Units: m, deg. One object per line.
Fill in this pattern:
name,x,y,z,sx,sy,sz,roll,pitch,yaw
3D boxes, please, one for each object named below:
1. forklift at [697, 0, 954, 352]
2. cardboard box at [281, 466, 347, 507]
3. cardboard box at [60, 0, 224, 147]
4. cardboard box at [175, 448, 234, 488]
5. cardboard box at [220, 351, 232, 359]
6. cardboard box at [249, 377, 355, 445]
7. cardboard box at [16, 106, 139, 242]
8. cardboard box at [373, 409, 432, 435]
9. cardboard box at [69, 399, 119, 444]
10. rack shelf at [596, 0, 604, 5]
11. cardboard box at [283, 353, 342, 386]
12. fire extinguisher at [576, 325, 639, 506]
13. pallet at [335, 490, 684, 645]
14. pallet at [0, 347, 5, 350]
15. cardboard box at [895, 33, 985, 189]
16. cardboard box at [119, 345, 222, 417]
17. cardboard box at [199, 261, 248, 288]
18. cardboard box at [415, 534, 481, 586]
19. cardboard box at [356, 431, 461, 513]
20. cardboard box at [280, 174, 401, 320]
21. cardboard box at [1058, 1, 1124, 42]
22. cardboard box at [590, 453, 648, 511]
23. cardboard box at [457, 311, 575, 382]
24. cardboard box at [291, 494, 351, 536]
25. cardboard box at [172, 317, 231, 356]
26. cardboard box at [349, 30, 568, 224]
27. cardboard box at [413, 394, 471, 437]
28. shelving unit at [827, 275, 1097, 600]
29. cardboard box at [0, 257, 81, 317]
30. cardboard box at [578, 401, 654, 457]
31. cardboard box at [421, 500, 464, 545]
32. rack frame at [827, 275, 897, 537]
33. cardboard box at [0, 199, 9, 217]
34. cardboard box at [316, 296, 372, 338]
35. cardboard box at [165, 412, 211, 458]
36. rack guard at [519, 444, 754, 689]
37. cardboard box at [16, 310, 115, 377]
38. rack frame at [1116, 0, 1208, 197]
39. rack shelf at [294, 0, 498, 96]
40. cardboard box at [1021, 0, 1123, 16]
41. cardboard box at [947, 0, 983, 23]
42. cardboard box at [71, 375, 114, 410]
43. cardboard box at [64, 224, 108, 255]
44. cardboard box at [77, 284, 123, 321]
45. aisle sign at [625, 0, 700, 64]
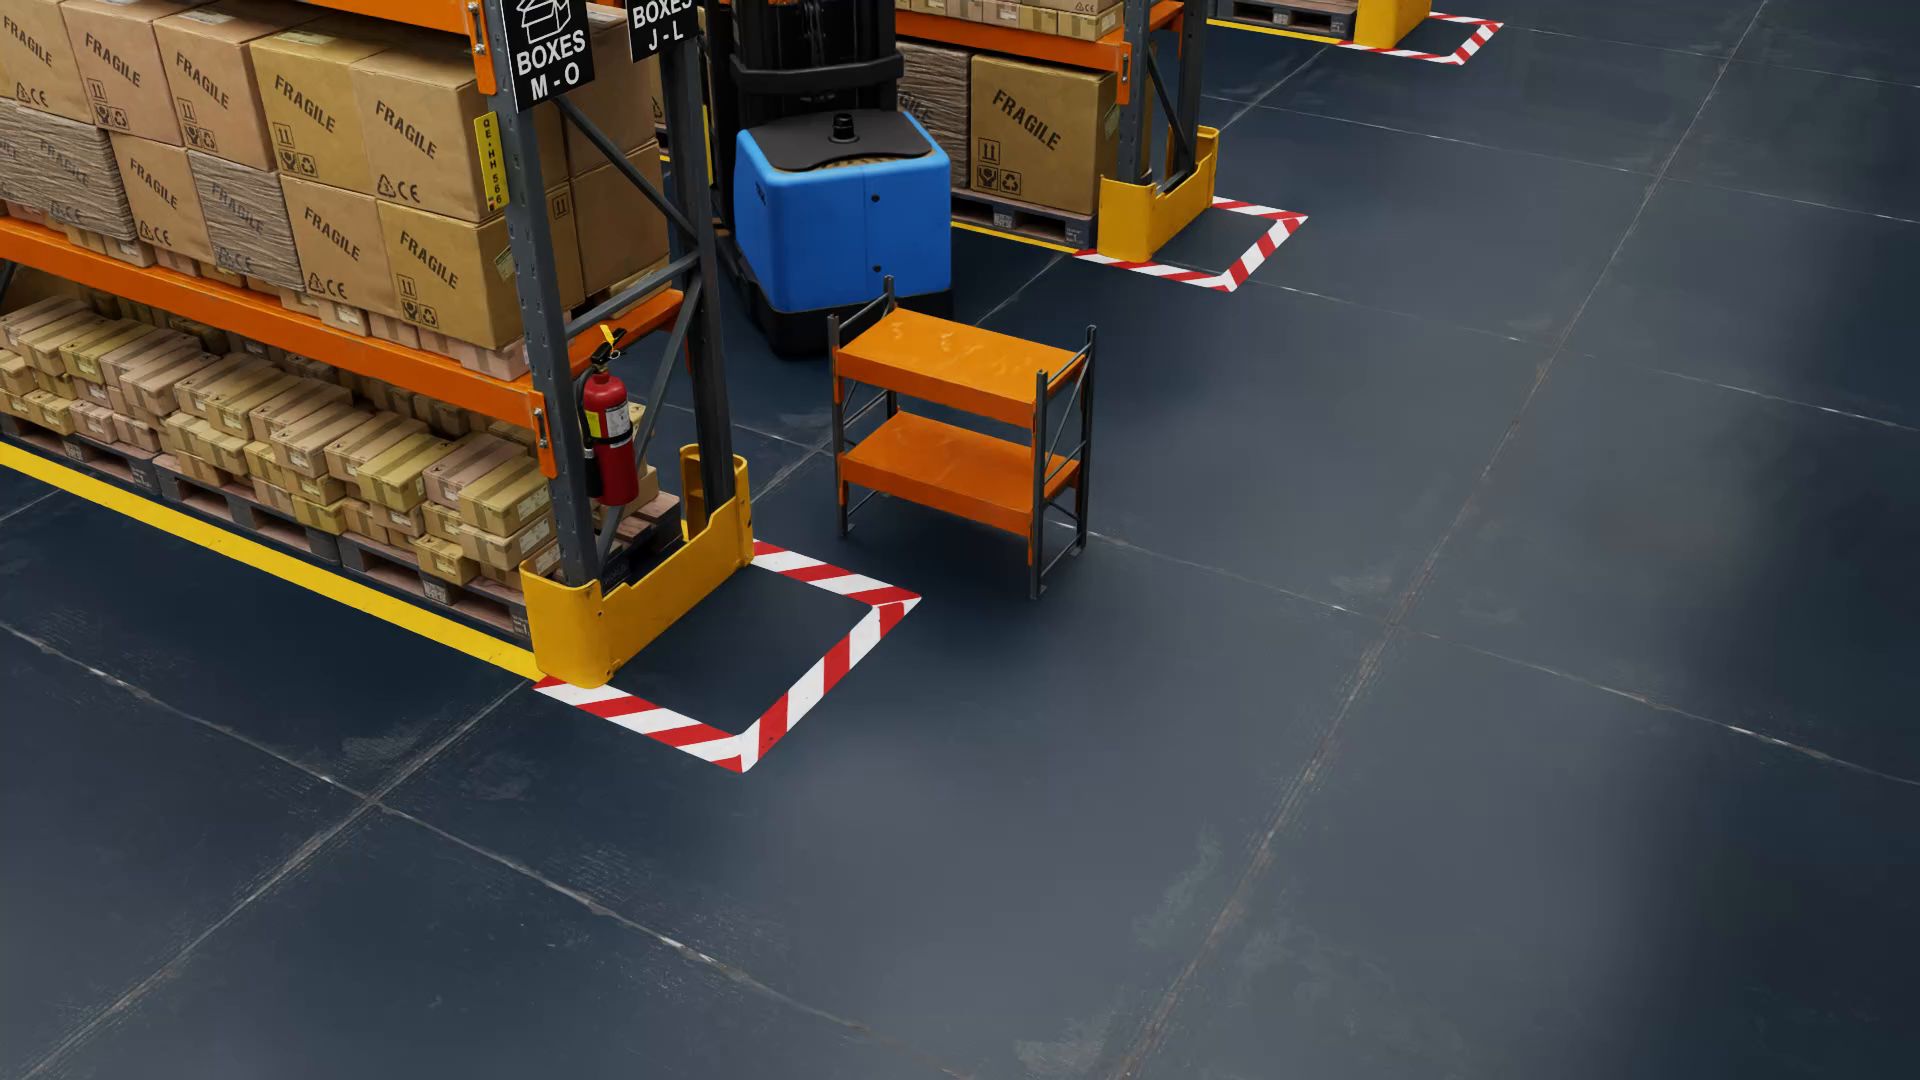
forklift,-0.986,-3.067,9.711,1.130,2.935,3.031,-11,35,-15
cardboard box,-2.801,-0.328,7.461,0.250,0.149,0.380,18,38,25
cardboard box,-3.170,-1.940,6.696,0.500,0.500,0.500,16,37,23
cardboard box,-3.462,-0.426,7.877,0.250,0.149,0.380,17,37,23
cardboard box,-3.452,-0.898,8.317,0.250,0.149,0.380,19,38,26
cardboard box,-2.984,-0.571,7.557,0.250,0.149,0.380,16,37,23
cardboard box,-3.608,-1.649,7.162,0.500,0.500,0.500,17,37,23
cardboard box,-2.533,-0.587,7.850,0.250,0.149,0.380,16,37,22
cardboard box,-4.136,-0.647,8.208,0.250,0.149,0.380,17,37,24
rack shelf,-3.953,-4.640,12.660,4.000,0.370,1.077,18,37,24
cardboard box,-2.997,-0.849,7.975,0.250,0.149,0.380,18,38,25
fire extinguisher,-1.303,-0.451,6.127,0.183,0.674,0.296,18,37,24
pallet,-2.047,-0.031,7.605,1.213,0.211,1.003,18,37,24
pallet,-5.442,-1.083,9.185,1.213,0.211,1.003,18,37,24
cardboard box,-0.129,-2.967,11.037,0.875,0.875,0.875,18,37,24
cardboard box,-3.697,-0.751,7.828,0.250,0.149,0.380,18,38,25
cardboard box,-3.029,-1.241,7.133,0.250,0.149,0.380,18,38,25
cardboard box,-2.127,0.016,7.214,0.250,0.149,0.380,19,38,26
cardboard box,-2.356,-0.296,7.145,0.250,0.149,0.380,17,37,23
cardboard box,-2.255,-1.239,6.546,0.500,0.500,0.500,17,37,24
cardboard box,0.783,-3.124,9.961,0.250,0.149,0.380,18,38,25
cardboard box,-1.620,-0.309,7.433,0.250,0.149,0.380,19,38,26
cardboard box,-1.716,-0.779,6.440,0.250,0.149,0.380,18,38,24
cardboard box,-2.787,-0.200,7.537,0.250,0.149,0.380,16,37,22
cardboard box,-3.680,-1.068,8.304,0.250,0.149,0.380,19,38,26
cardboard box,-1.813,-1.518,6.062,0.500,0.500,0.500,17,37,23
cardboard box,-2.290,-0.650,7.677,0.250,0.149,0.380,16,37,22
shelving unit,0.006,-0.466,7.435,1.048,1.125,0.538,18,37,24
cardboard box,-5.276,-1.495,9.165,0.500,0.500,0.500,19,38,26
cardboard box,-1.579,-0.473,7.411,0.250,0.149,0.380,16,37,22
cardboard box,-2.093,-0.147,7.190,0.250,0.149,0.380,17,37,23
rack frame,-0.435,-0.606,7.645,0.032,1.125,0.500,18,37,24
cardboard box,-4.421,-1.655,7.755,0.250,0.149,0.380,19,38,26
cardboard box,-2.372,-0.986,6.751,0.250,0.149,0.380,19,38,26
cardboard box,-3.468,-0.550,7.794,0.250,0.149,0.380,17,37,24
rack guard,-1.359,0.090,7.164,0.348,0.500,1.175,18,37,24
cardboard box,-4.360,-0.967,8.152,0.250,0.149,0.380,20,38,27
rack frame,1.256,-3.289,9.983,0.127,3.000,1.000,18,37,24
rack shelf,-3.029,-2.429,6.634,4.000,0.370,1.077,18,37,24
cardboard box,0.704,-3.356,9.950,0.500,0.250,0.500,17,37,24
cardboard box,0.122,-3.333,10.276,0.250,0.149,0.380,18,38,25
cardboard box,-4.116,-0.812,8.188,0.250,0.149,0.380,17,37,24
cardboard box,-3.744,-1.428,7.415,0.250,0.149,0.380,18,38,25
cardboard box,-4.328,-1.293,8.642,0.250,0.149,0.380,19,38,26
aisle sign,-1.081,-2.136,5.906,0.004,0.787,0.394,18,37,24
